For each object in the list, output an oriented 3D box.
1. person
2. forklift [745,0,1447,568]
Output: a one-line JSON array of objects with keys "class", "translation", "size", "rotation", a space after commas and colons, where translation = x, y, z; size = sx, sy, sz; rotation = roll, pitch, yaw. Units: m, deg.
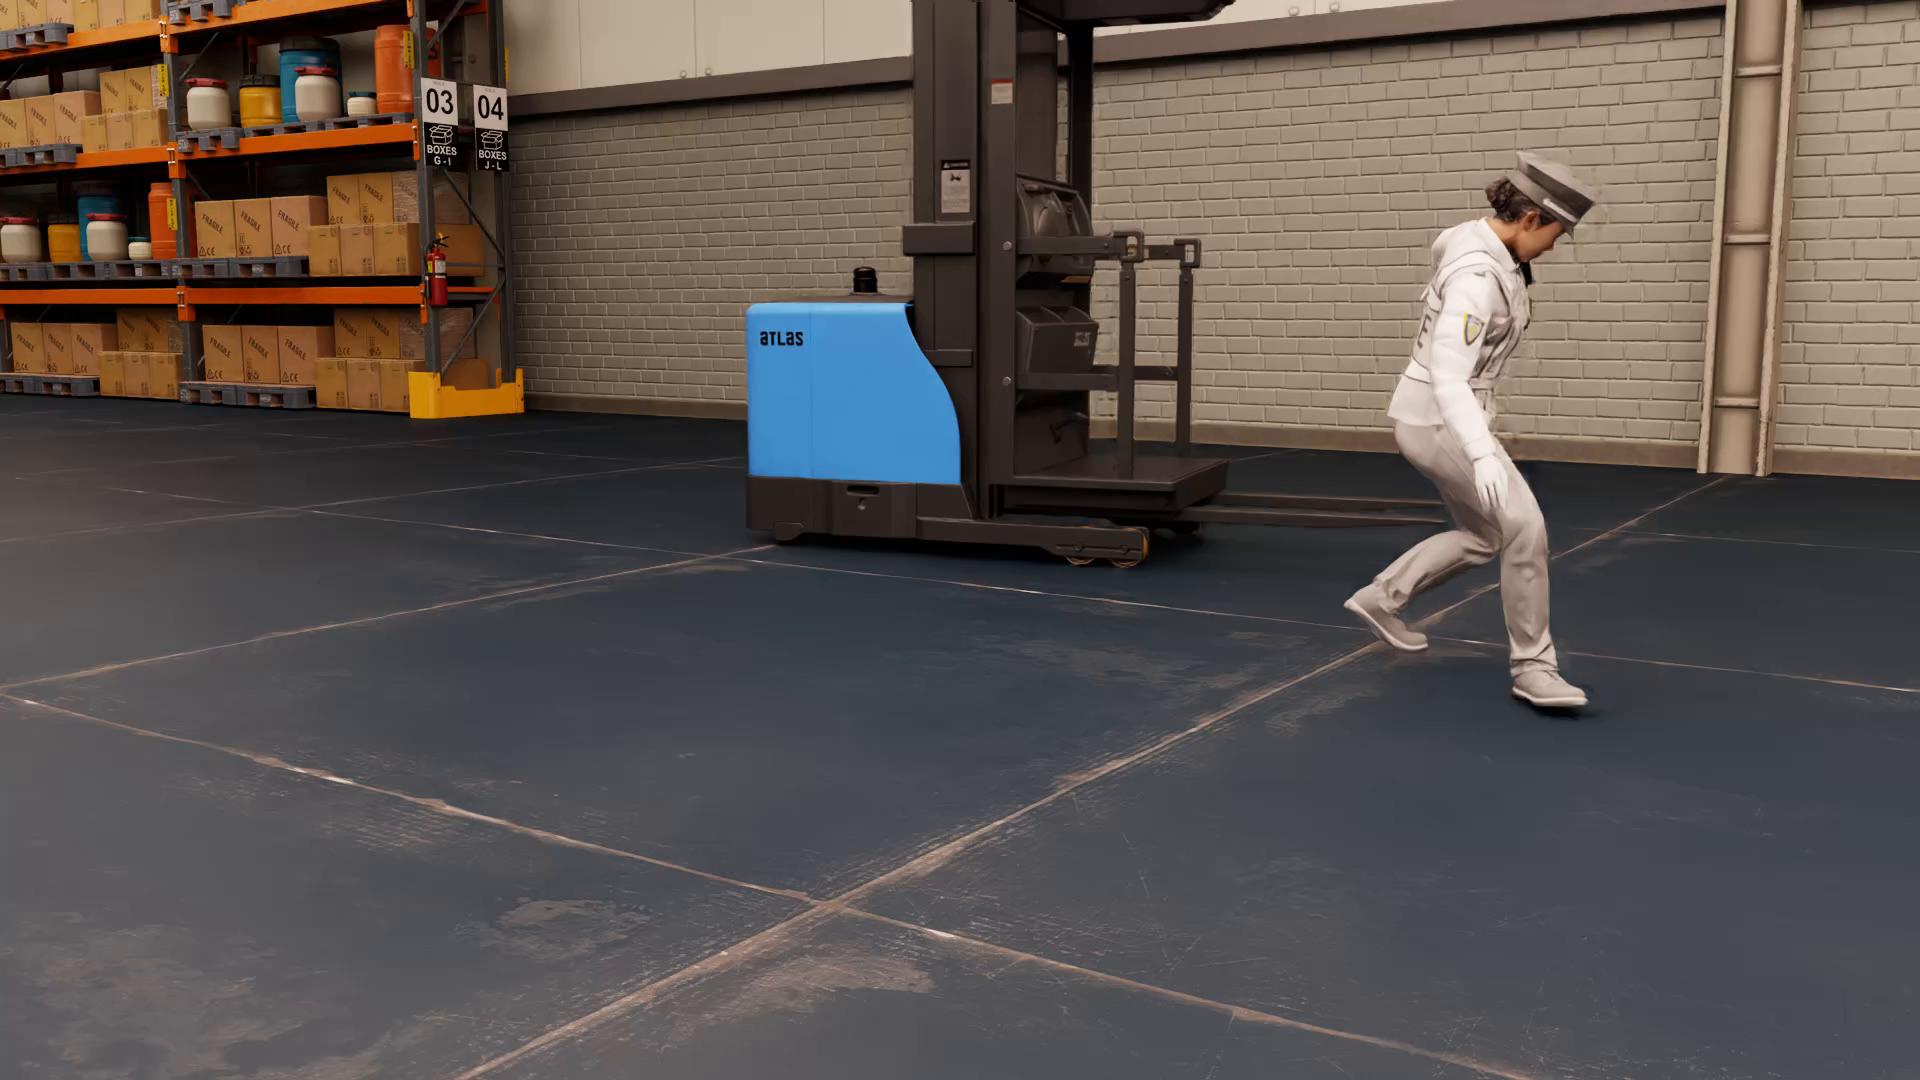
[{"class": "person", "translation": [1.476, -0.339, 4.731], "size": [0.694, 1.468, 1.092], "rotation": [3, 9, 23]}, {"class": "forklift", "translation": [0.605, -1.421, 7.183], "size": [3.031, 2.935, 1.130], "rotation": [3, 9, 21]}]
